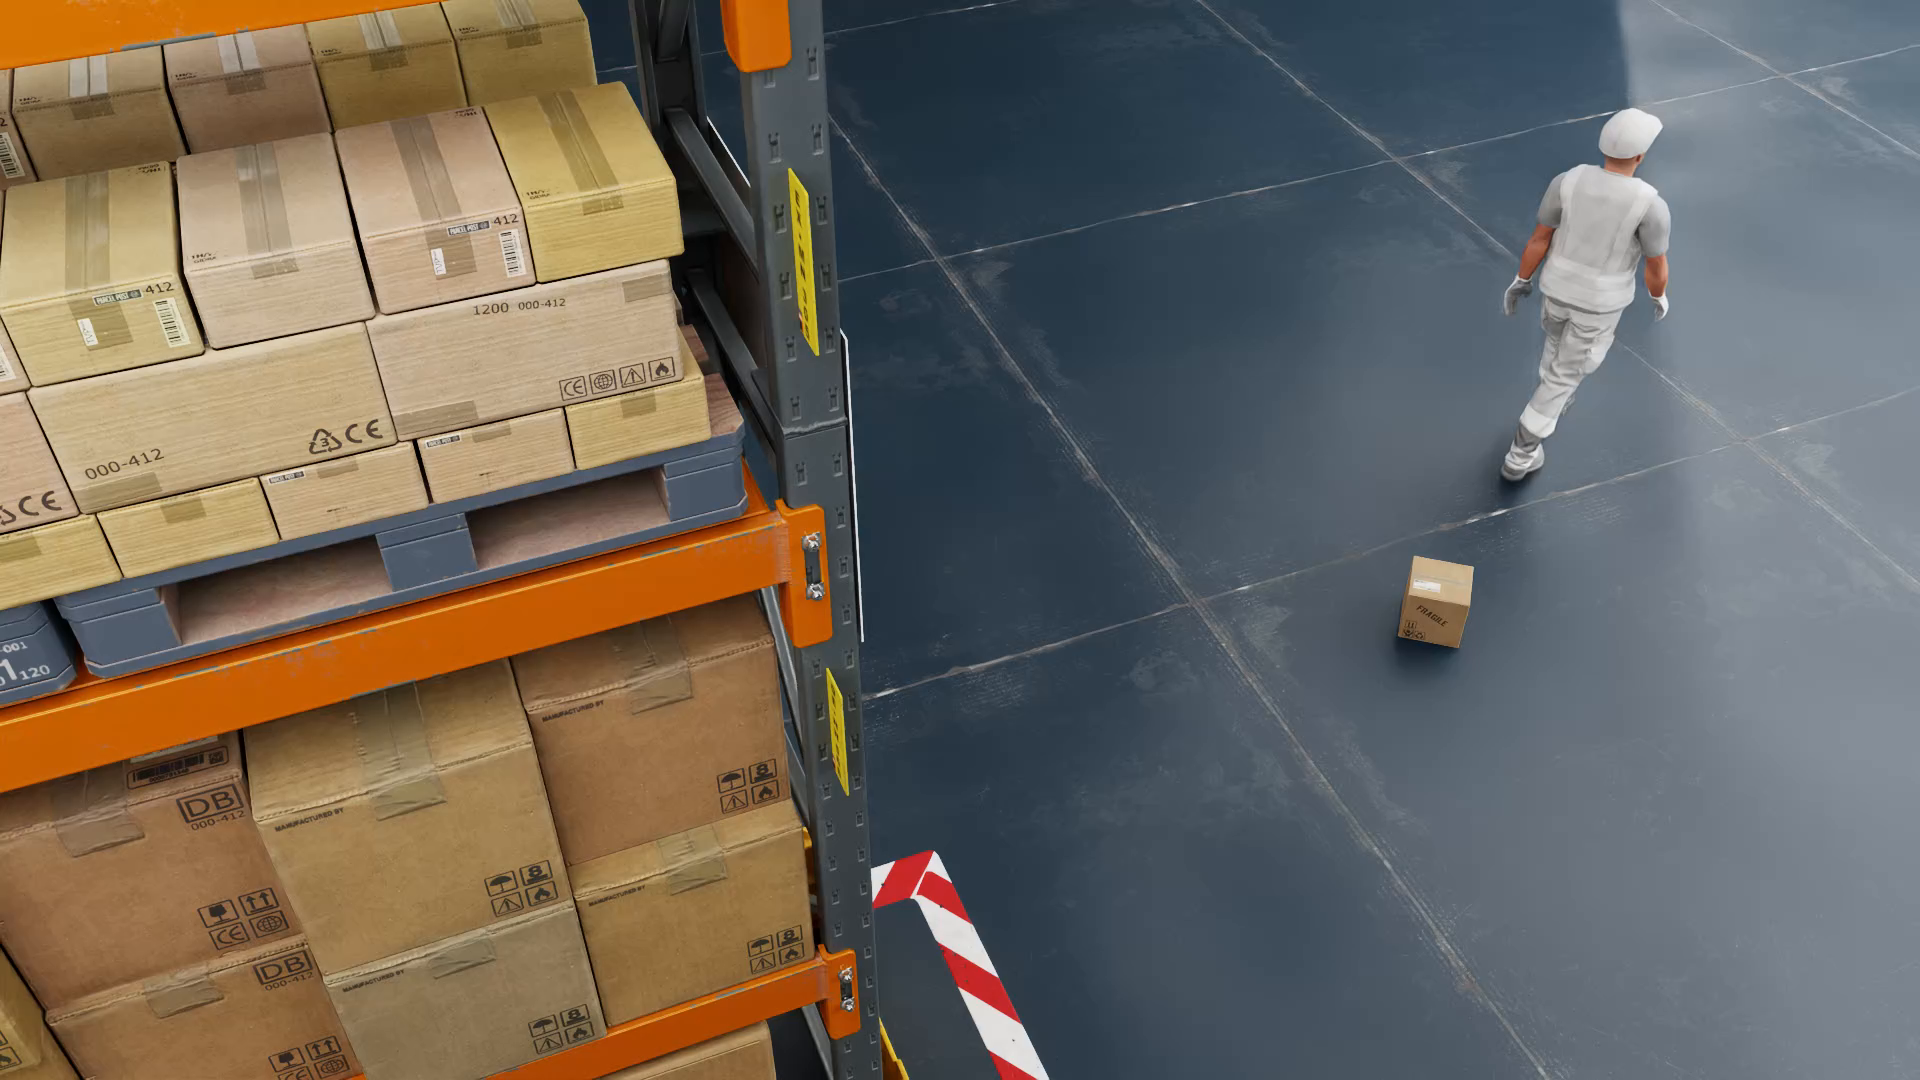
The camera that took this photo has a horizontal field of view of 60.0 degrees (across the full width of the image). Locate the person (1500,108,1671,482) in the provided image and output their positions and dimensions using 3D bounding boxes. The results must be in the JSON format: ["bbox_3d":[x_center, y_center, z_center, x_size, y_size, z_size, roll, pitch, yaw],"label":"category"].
[{"bbox_3d":[2.837,-1.135,7.408,0.608,1.768,0.888,33,51,32],"label":"person"}]
